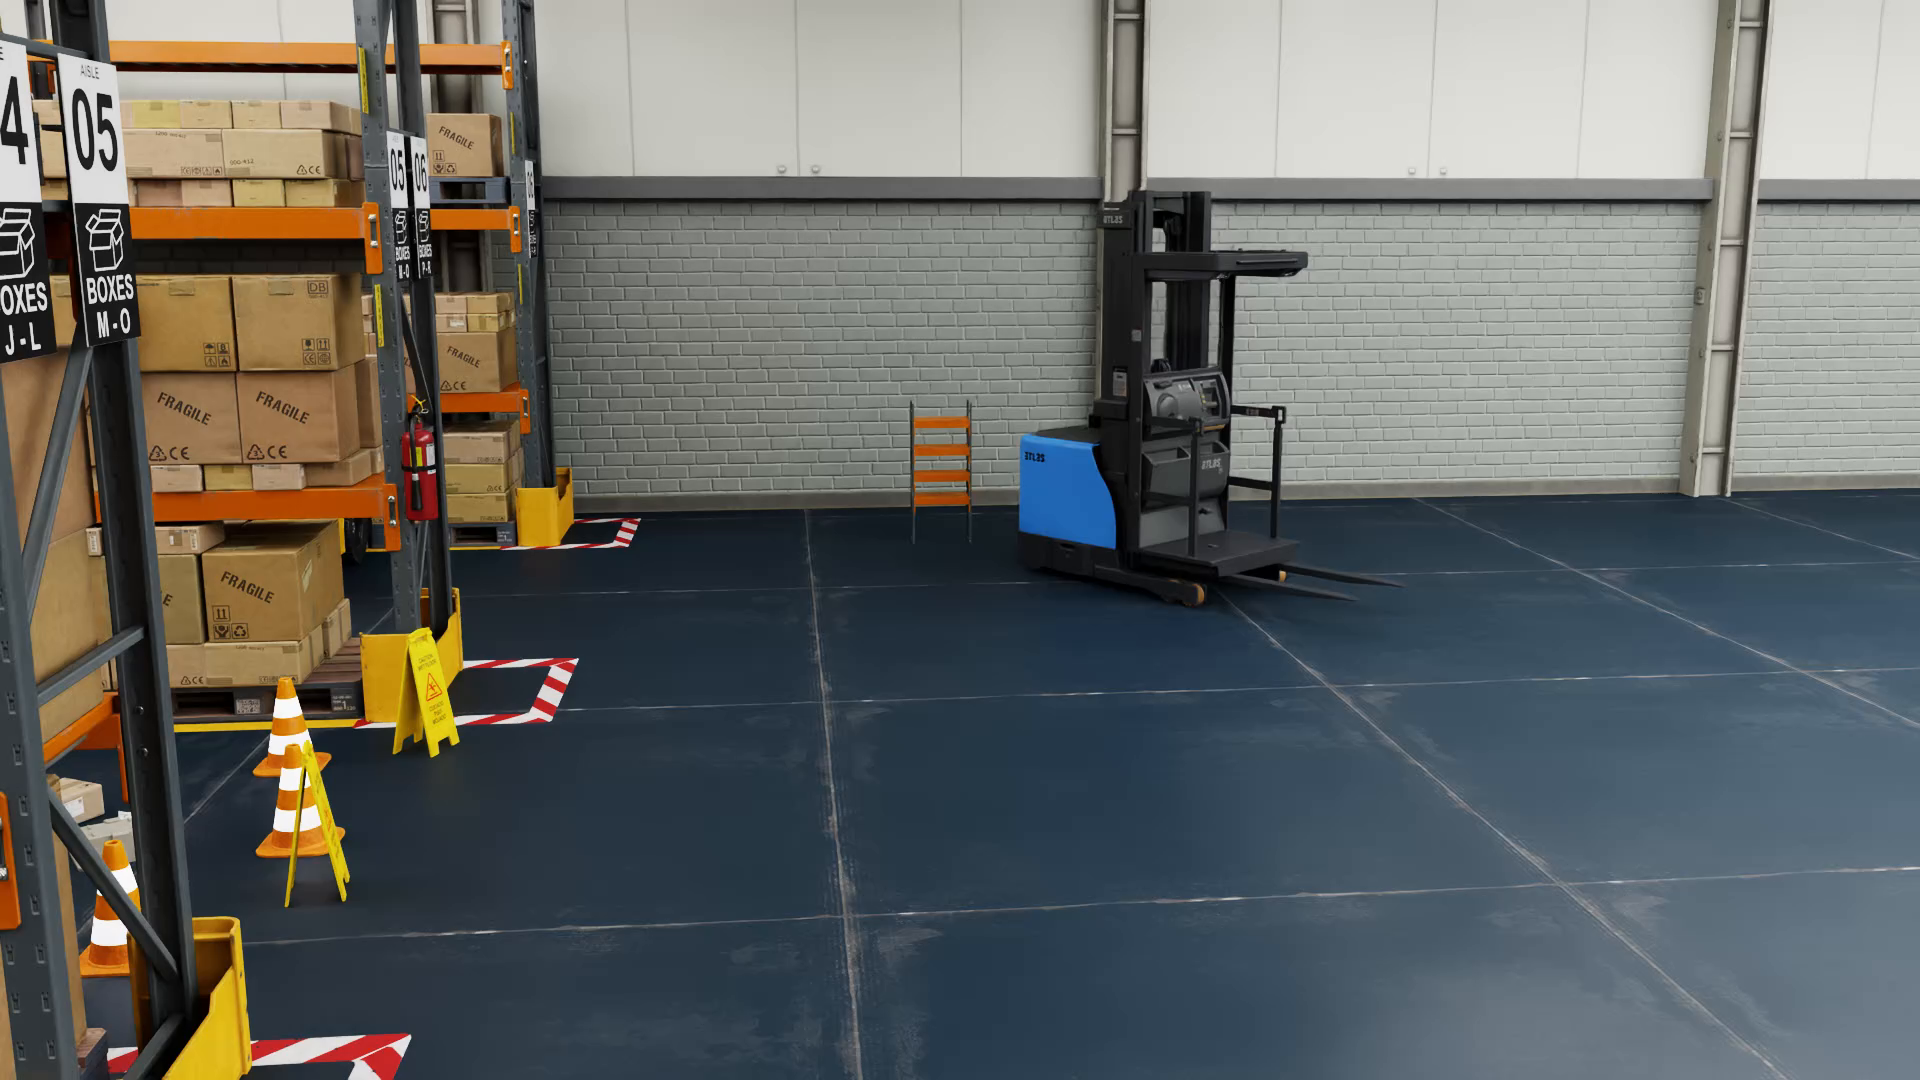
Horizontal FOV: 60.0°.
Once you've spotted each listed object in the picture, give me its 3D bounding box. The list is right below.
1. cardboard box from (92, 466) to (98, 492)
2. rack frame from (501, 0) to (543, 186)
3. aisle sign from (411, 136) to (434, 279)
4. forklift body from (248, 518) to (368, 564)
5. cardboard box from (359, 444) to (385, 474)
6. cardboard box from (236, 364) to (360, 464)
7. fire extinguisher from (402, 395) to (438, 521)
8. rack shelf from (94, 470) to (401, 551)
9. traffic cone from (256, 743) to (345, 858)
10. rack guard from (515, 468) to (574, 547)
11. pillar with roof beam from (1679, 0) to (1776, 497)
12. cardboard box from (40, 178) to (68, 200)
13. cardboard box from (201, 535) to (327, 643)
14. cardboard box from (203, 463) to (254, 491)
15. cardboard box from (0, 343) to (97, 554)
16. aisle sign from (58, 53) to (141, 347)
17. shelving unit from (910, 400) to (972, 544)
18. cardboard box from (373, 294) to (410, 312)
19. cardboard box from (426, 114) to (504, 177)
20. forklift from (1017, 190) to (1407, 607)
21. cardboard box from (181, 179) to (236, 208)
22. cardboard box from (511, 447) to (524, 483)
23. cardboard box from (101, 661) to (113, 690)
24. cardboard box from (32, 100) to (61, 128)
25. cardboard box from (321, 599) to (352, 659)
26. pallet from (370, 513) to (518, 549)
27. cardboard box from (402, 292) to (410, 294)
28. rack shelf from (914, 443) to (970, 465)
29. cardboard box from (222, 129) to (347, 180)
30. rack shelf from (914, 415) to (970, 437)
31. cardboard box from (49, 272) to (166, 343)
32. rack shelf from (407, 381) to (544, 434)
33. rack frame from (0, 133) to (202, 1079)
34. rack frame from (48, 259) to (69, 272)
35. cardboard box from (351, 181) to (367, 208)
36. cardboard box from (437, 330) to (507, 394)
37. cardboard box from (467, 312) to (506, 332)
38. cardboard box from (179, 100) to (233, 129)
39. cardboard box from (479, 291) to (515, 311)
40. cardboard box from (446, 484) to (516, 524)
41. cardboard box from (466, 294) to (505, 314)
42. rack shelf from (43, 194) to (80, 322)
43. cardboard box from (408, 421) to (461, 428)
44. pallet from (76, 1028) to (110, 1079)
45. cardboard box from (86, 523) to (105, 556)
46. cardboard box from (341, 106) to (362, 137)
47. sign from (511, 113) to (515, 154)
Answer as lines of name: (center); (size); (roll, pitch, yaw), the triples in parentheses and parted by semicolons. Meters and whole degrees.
cardboard box: (-4.734, -0.362, 9.084); (0.250, 0.149, 0.380); (-1, 11, -7)
rack frame: (-3.661, -4.469, 13.774); (0.127, 3.000, 1.000); (-1, 11, -6)
aisle sign: (-3.093, -1.910, 9.570); (0.004, 0.787, 0.394); (-1, 11, -6)
forklift body: (-5.349, -0.720, 12.454); (1.214, 2.155, 2.313); (-1, 11, -6)
cardboard box: (-3.481, -0.483, 9.702); (0.250, 0.149, 0.380); (-1, 11, -6)
cardboard box: (-3.631, -0.705, 9.147); (0.500, 0.500, 0.500); (-1, 11, -7)
fire extinguisher: (-2.958, -0.450, 9.082); (0.183, 0.674, 0.296); (-1, 11, -6)
rack shelf: (-5.109, -0.179, 9.369); (4.000, 0.370, 1.077); (-1, 11, -6)
traffic cone: (-2.951, 1.133, 7.406); (0.334, 0.463, 0.336); (-1, 11, -6)
rack guard: (-3.637, -0.300, 14.597); (0.348, 0.500, 1.175); (-1, 11, -6)
pillar with roof beam: (7.944, -4.052, 11.652); (0.400, 9.000, 9.100); (-1, 11, -6)
cardboard box: (-4.722, -1.840, 8.827); (0.250, 0.149, 0.380); (-2, 11, -8)
cardboard box: (-3.889, 0.268, 9.325); (0.500, 0.500, 0.500); (-1, 11, -6)
cardboard box: (-3.967, -0.374, 9.146); (0.250, 0.149, 0.380); (-1, 11, -7)
cardboard box: (-2.859, -0.230, 4.573); (0.550, 0.550, 0.875); (-1, 11, -6)
aisle sign: (-2.448, -0.961, 4.743); (0.004, 0.787, 0.394); (-1, 11, -6)
shelving unit: (-0.165, -0.585, 14.235); (0.503, 1.200, 0.258); (-1, 11, -6)
cardboard box: (-4.749, -1.979, 13.944); (0.250, 0.149, 0.380); (-1, 11, -6)
cardboard box: (-4.075, -3.246, 13.719); (0.500, 0.500, 0.500); (-1, 11, -4)
forklift: (1.837, -1.071, 12.215); (1.130, 2.935, 3.031); (-11, 15, -43)
cardboard box: (-3.957, -1.851, 8.882); (0.250, 0.149, 0.380); (-1, 11, -4)
cardboard box: (-4.151, -0.658, 14.682); (0.500, 0.250, 0.500); (-1, 11, -5)
cardboard box: (-4.931, 0.659, 9.280); (0.500, 0.250, 0.500); (-2, 11, -8)
cardboard box: (-4.702, -2.244, 8.813); (0.250, 0.149, 0.380); (-2, 11, -8)
cardboard box: (-3.953, 0.533, 9.921); (0.500, 0.250, 0.500); (-1, 11, -7)
pallet: (-4.417, -0.134, 14.500); (1.213, 0.211, 1.003); (-1, 11, -6)
cardboard box: (-4.790, -2.064, 14.377); (0.250, 0.149, 0.380); (-1, 11, -6)
rack shelf: (-0.165, -0.739, 14.205); (0.480, 0.148, 0.258); (-1, 11, -6)
cardboard box: (-3.601, -2.056, 8.891); (0.500, 0.250, 0.500); (-1, 11, -7)
rack shelf: (-0.165, -0.971, 14.159); (0.480, 0.148, 0.258); (-1, 11, -6)
cardboard box: (-4.605, -1.168, 8.909); (0.500, 0.500, 0.700); (-1, 11, -7)
rack shelf: (-5.649, -1.131, 14.211); (4.000, 0.370, 1.077); (-1, 11, -6)
rack frame: (-2.486, 0.373, 4.694); (0.127, 3.000, 1.000); (-1, 11, -6)
rack frame: (-7.637, -1.442, 13.929); (0.127, 3.000, 1.000); (-1, 11, -6)
cardboard box: (-3.486, -1.978, 9.528); (0.250, 0.149, 0.380); (-1, 11, -6)
cardboard box: (-4.122, -1.514, 14.035); (0.500, 0.500, 0.500); (-1, 11, -7)
cardboard box: (-3.975, -1.832, 13.971); (0.250, 0.149, 0.380); (-1, 11, -5)
cardboard box: (-3.938, -2.243, 8.811); (0.250, 0.149, 0.380); (-1, 11, -7)
cardboard box: (-4.018, -2.073, 14.425); (0.250, 0.149, 0.380); (-1, 11, -7)
cardboard box: (-4.094, -0.312, 14.220); (0.500, 0.250, 0.500); (-1, 11, -6)
cardboard box: (-3.994, -1.991, 14.009); (0.250, 0.149, 0.380); (-1, 11, -6)
rack shelf: (-4.474, -0.704, 4.262); (4.000, 0.370, 1.077); (-1, 11, -6)
cardboard box: (-4.655, -0.888, 14.559); (0.500, 0.250, 0.500); (-1, 11, -6)
pallet: (-3.273, 1.773, 4.802); (1.213, 0.211, 1.003); (-1, 11, -6)
cardboard box: (-4.760, -0.020, 9.108); (0.250, 0.149, 0.380); (-1, 11, -4)
cardboard box: (-3.496, -2.345, 9.331); (0.250, 0.149, 0.380); (-1, 11, -6)
sign: (-3.616, -3.289, 13.455); (0.005, 0.325, 0.100); (-1, 11, -6)
